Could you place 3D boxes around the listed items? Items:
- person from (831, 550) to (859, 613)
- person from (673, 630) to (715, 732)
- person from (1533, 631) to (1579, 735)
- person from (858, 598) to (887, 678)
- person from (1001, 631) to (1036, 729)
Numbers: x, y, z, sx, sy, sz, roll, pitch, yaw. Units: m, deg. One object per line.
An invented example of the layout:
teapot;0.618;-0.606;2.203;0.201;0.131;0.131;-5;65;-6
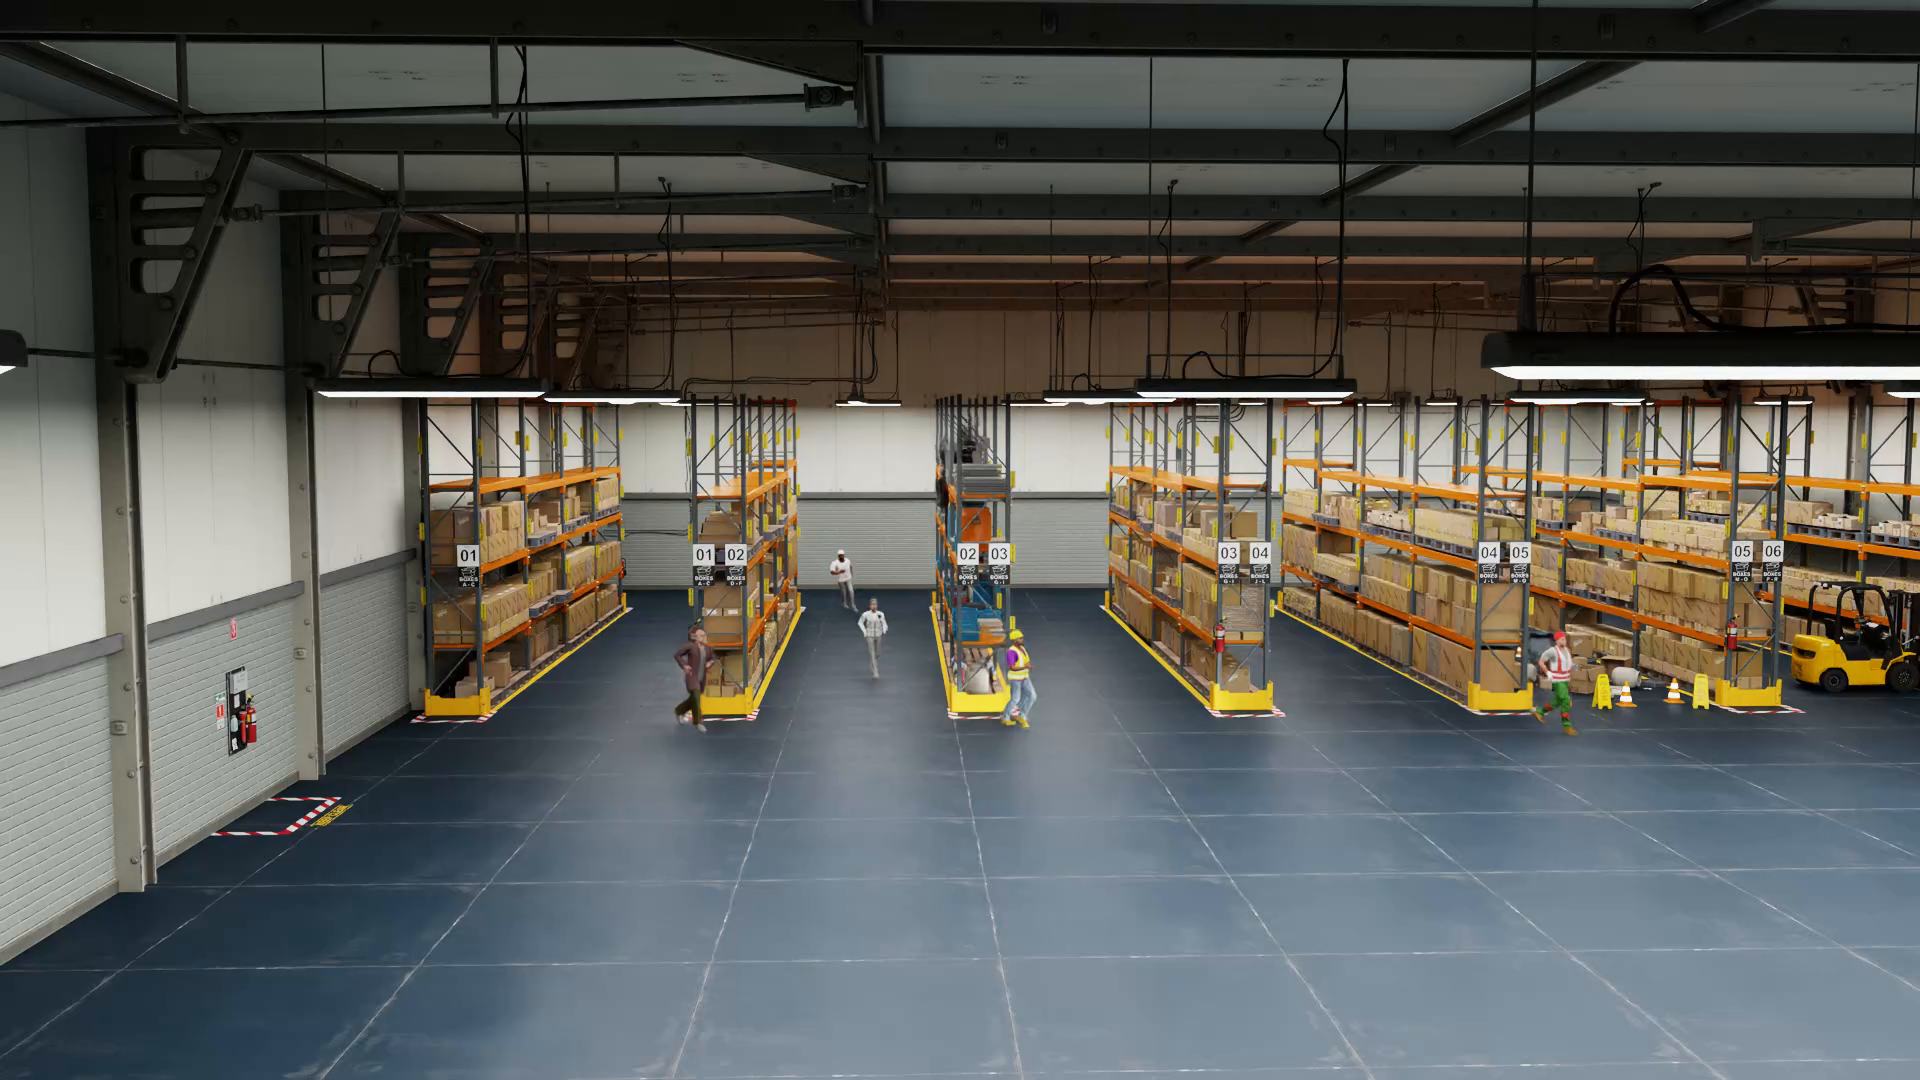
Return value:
person;-3.336;1.151;47.082;0.721;1.758;0.887;-2;5;-23
person;-4.737;2.507;29.914;0.989;1.794;0.732;4;6;43
person;10.619;2.508;29.505;0.638;1.795;0.922;-3;6;-36
person;-1.869;2.086;35.781;0.618;1.690;0.799;-1;5;-15
person;1.040;2.505;29.740;0.705;1.787;0.666;3;6;35
